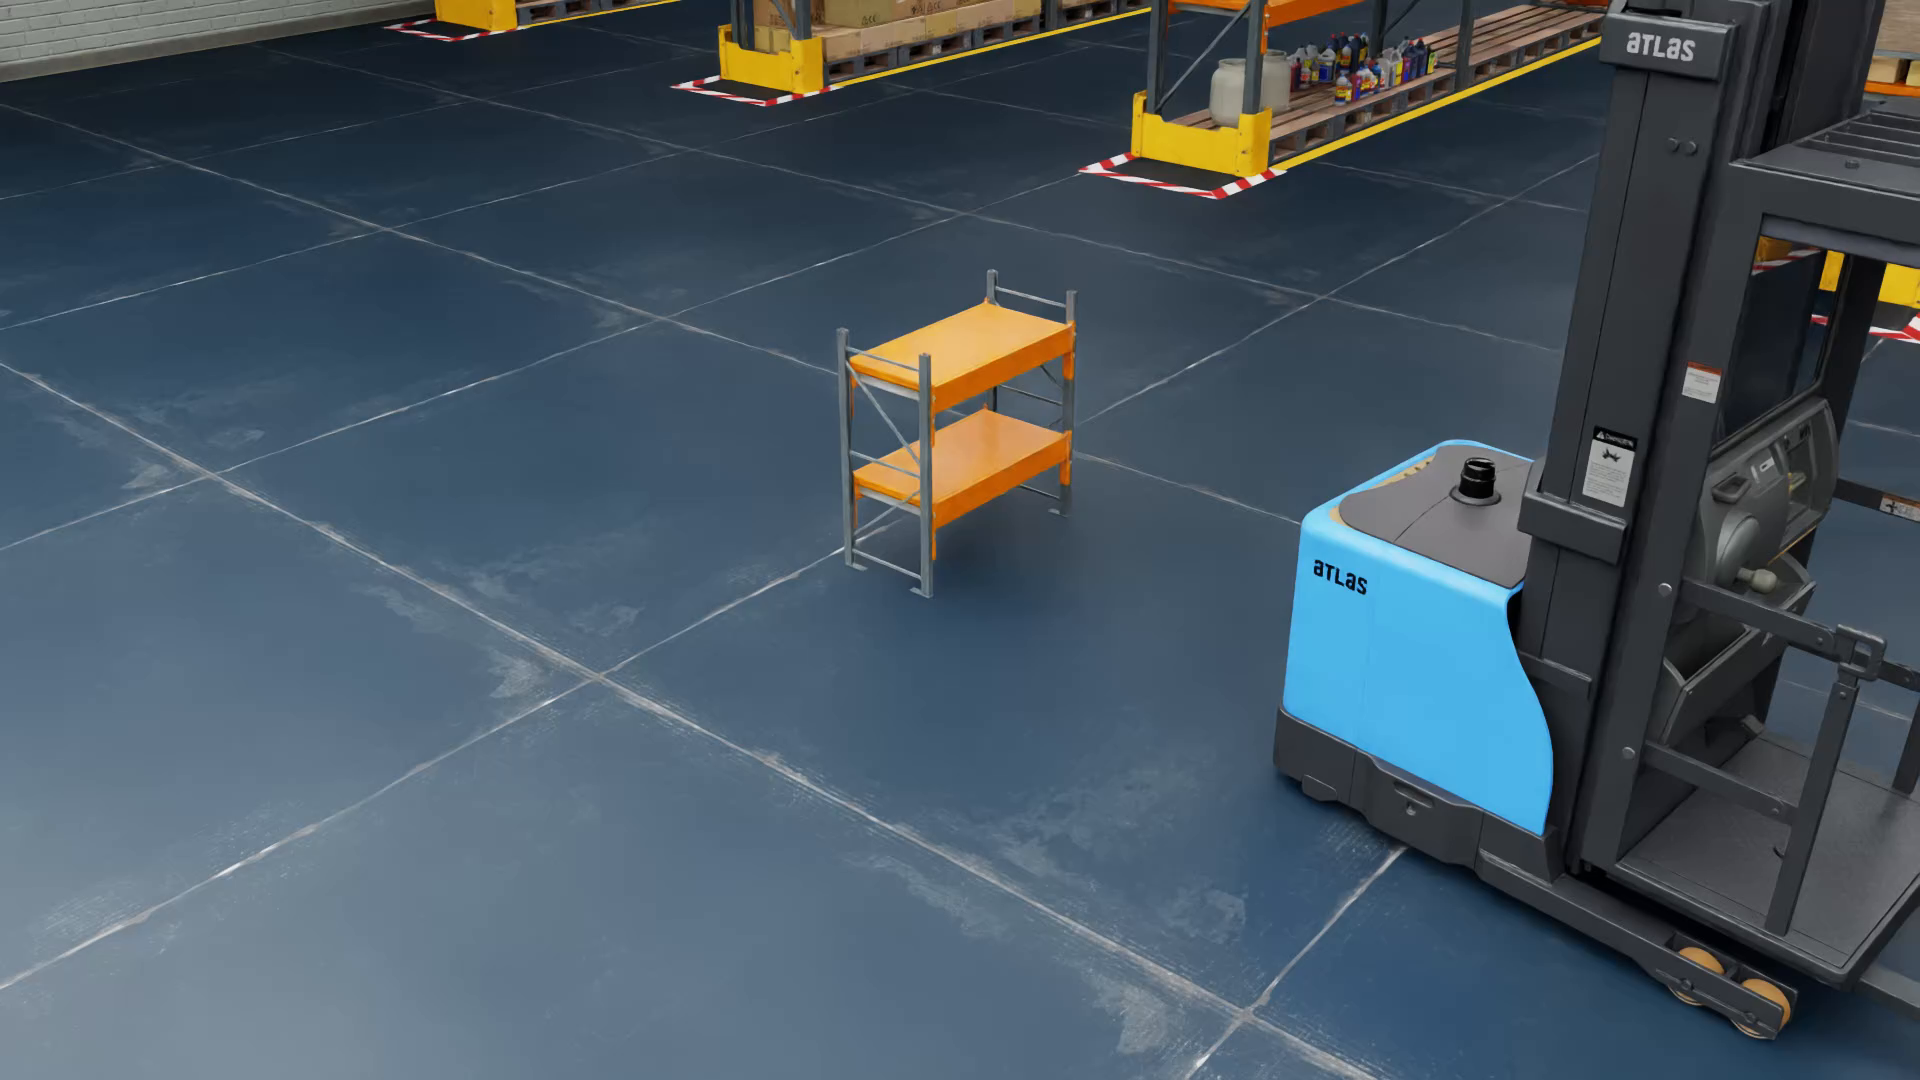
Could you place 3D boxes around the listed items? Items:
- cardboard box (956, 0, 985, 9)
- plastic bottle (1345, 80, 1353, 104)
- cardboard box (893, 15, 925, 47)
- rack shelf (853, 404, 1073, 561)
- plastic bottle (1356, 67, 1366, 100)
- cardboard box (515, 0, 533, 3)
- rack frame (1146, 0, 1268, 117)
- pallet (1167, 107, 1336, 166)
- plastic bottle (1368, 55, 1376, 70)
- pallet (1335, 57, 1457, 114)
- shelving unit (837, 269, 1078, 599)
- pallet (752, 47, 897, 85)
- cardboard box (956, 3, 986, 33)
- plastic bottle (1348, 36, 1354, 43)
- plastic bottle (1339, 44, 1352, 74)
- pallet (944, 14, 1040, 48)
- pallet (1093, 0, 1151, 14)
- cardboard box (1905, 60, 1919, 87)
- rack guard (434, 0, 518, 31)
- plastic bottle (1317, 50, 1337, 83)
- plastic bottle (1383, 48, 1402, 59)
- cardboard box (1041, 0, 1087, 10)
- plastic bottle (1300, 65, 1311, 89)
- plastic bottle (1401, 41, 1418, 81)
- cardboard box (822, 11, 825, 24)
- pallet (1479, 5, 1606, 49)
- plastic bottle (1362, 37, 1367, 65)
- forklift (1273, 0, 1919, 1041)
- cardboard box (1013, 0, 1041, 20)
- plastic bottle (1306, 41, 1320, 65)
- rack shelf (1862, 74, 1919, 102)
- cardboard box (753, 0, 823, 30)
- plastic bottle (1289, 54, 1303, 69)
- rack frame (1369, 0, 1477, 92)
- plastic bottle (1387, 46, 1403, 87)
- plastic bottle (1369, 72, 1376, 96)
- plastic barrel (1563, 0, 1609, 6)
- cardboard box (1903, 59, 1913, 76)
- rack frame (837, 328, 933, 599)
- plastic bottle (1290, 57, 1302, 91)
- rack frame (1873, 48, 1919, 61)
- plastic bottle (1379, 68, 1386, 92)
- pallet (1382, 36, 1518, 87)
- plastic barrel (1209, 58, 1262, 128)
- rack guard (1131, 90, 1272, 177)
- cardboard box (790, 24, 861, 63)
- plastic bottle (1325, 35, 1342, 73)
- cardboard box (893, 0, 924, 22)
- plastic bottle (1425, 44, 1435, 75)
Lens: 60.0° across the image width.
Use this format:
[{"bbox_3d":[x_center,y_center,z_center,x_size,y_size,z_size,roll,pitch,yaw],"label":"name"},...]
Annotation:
[{"bbox_3d":[-0.080,-6.019,17.839,0.500,0.500,0.500,21,34,34],"label":"cardboard box"},{"bbox_3d":[3.424,-3.975,14.735,0.097,0.201,0.097,0,27,0],"label":"plastic bottle"},{"bbox_3d":[-0.709,-5.328,17.321,0.500,0.250,0.500,21,34,34],"label":"cardboard box"},{"bbox_3d":[0.004,-0.285,7.609,0.538,0.278,1.000,21,34,34],"label":"rack shelf"},{"bbox_3d":[3.576,-4.090,14.883,0.097,0.271,0.097,0,27,0],"label":"plastic bottle"},{"bbox_3d":[-5.171,-6.549,19.593,0.500,0.311,0.500,17,32,29],"label":"cardboard box"},{"bbox_3d":[1.964,-4.434,13.056,1.000,3.000,0.127,21,34,34],"label":"rack frame"},{"bbox_3d":[2.497,-3.522,14.329,1.003,0.211,1.213,21,34,34],"label":"pallet"},{"bbox_3d":[3.805,-4.320,15.314,0.061,0.283,0.133,21,34,34],"label":"plastic bottle"},{"bbox_3d":[4.049,-4.387,16.001,1.003,0.211,1.213,21,34,34],"label":"pallet"},{"bbox_3d":[0.004,-0.502,7.496,0.538,1.125,1.048,21,34,34],"label":"shelving unit"},{"bbox_3d":[-1.402,-4.928,17.045,1.003,0.211,1.213,21,34,34],"label":"pallet"},{"bbox_3d":[-0.070,-5.682,18.004,0.500,0.250,0.500,21,34,34],"label":"cardboard box"},{"bbox_3d":[3.783,-4.730,16.114,0.152,0.276,0.135,22,35,36],"label":"plastic bottle"},{"bbox_3d":[3.676,-4.584,15.837,0.097,0.271,0.097,0,27,0],"label":"plastic bottle"},{"bbox_3d":[0.150,-5.793,18.717,1.003,0.211,1.213,21,34,34],"label":"pallet"},{"bbox_3d":[1.903,-6.769,20.606,1.003,0.211,1.213,21,34,34],"label":"pallet"},{"bbox_3d":[6.151,-2.906,10.376,0.380,0.149,0.250,21,34,34],"label":"cardboard box"},{"bbox_3d":[-5.632,-6.246,19.279,1.175,0.500,0.348,21,34,34],"label":"rack guard"},{"bbox_3d":[3.415,-4.421,15.516,0.152,0.276,0.135,21,34,34],"label":"plastic bottle"},{"bbox_3d":[4.069,-4.491,15.653,0.152,0.276,0.135,21,34,34],"label":"plastic bottle"},{"bbox_3d":[1.136,-6.337,19.270,0.500,0.250,0.500,20,33,33],"label":"cardboard box"},{"bbox_3d":[3.172,-4.266,15.299,0.097,0.201,0.097,0,27,0],"label":"plastic bottle"},{"bbox_3d":[4.199,-4.490,15.569,0.144,0.351,0.185,19,33,32],"label":"plastic bottle"},{"bbox_3d":[-1.434,-5.305,17.276,0.500,0.250,0.500,21,34,34],"label":"cardboard box"},{"bbox_3d":[6.530,-5.768,18.670,1.003,0.211,1.213,21,34,34],"label":"pallet"},{"bbox_3d":[3.865,-4.702,16.053,0.061,0.283,0.133,21,34,34],"label":"plastic bottle"},{"bbox_3d":[2.521,-0.101,4.756,1.130,2.935,3.031,-24,36,-38],"label":"forklift"},{"bbox_3d":[0.562,-6.038,18.692,0.500,0.250,0.500,21,34,34],"label":"cardboard box"},{"bbox_3d":[3.284,-4.488,15.565,0.144,0.351,0.185,20,34,34],"label":"plastic bottle"},{"bbox_3d":[7.058,-3.376,11.794,1.077,0.370,4.000,21,34,34],"label":"rack shelf"},{"bbox_3d":[-1.744,-5.458,16.755,0.500,0.500,0.500,21,34,34],"label":"cardboard box"},{"bbox_3d":[3.064,-4.329,15.339,0.152,0.276,0.135,20,33,33],"label":"plastic bottle"},{"bbox_3d":[4.508,-5.852,15.797,1.000,3.000,0.127,21,34,34],"label":"rack frame"},{"bbox_3d":[3.994,-4.376,15.348,0.144,0.351,0.185,21,34,34],"label":"plastic bottle"},{"bbox_3d":[3.702,-4.130,15.036,0.097,0.201,0.097,0,27,0],"label":"plastic bottle"},{"bbox_3d":[7.351,-6.671,19.286,0.600,0.830,0.708,21,34,34],"label":"plastic barrel"},{"bbox_3d":[5.968,-3.124,10.798,0.380,0.149,0.250,21,34,34],"label":"cardboard box"},{"bbox_3d":[-0.319,-0.322,7.148,0.500,1.125,0.032,21,34,34],"label":"rack frame"},{"bbox_3d":[3.058,-4.252,15.183,0.061,0.283,0.133,21,34,34],"label":"plastic bottle"},{"bbox_3d":[5.786,-2.986,10.258,1.000,3.000,0.127,21,34,34],"label":"rack frame"},{"bbox_3d":[3.833,-4.203,15.176,0.097,0.201,0.097,0,27,0],"label":"plastic bottle"},{"bbox_3d":[4.978,-4.903,16.998,1.003,0.211,1.213,21,34,34],"label":"pallet"},{"bbox_3d":[2.324,-3.771,14.025,0.421,0.512,0.421,0,27,0],"label":"plastic barrel"},{"bbox_3d":[1.976,-3.364,13.709,1.175,0.500,0.348,21,34,34],"label":"rack guard"},{"bbox_3d":[-1.343,-4.973,16.634,0.500,0.250,0.500,21,34,34],"label":"cardboard box"},{"bbox_3d":[3.555,-4.639,15.857,0.144,0.351,0.185,19,33,32],"label":"plastic bottle"},{"bbox_3d":[-0.718,-5.665,17.155,0.500,0.500,0.500,21,34,34],"label":"cardboard box"},{"bbox_3d":[4.457,-4.574,15.804,0.061,0.283,0.133,23,35,37],"label":"plastic bottle"}]
